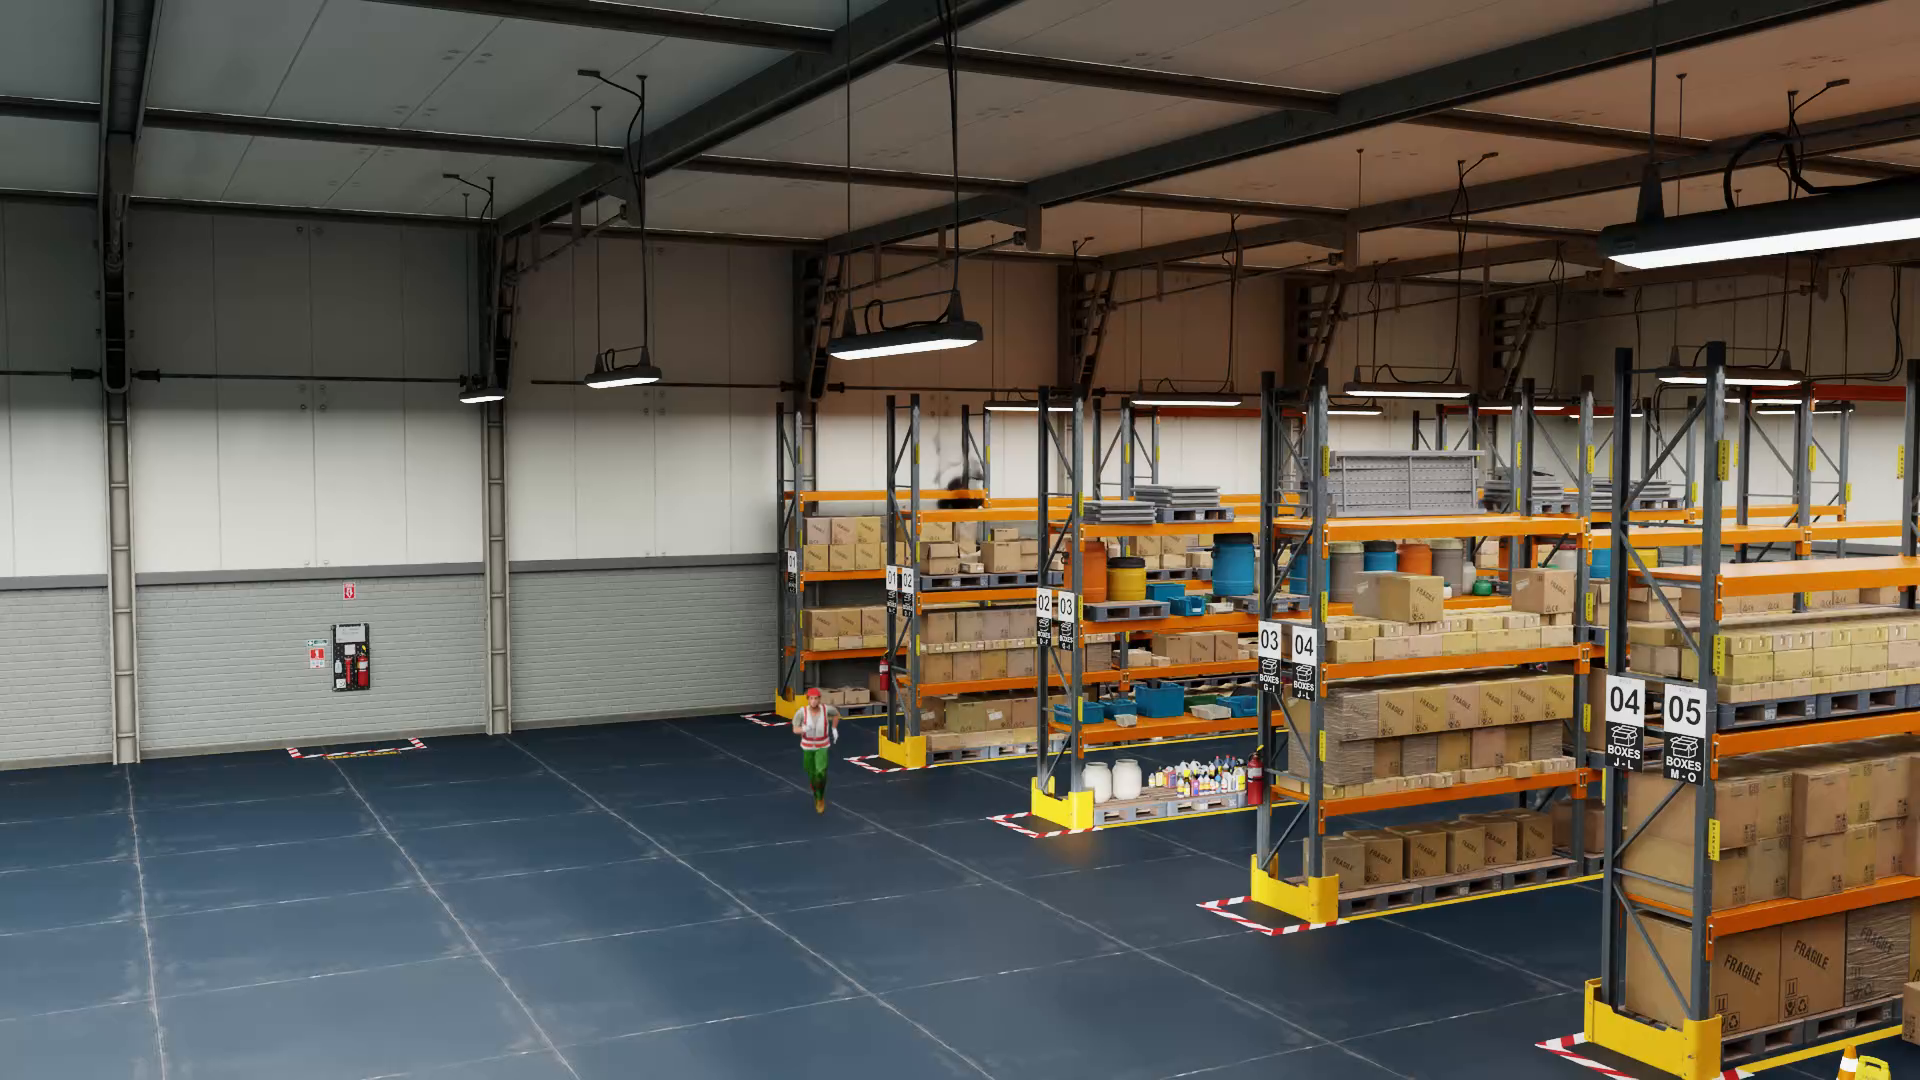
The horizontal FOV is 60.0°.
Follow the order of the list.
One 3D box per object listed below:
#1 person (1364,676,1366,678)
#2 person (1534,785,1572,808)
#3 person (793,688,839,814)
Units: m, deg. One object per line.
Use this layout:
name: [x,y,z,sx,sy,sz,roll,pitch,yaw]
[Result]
person: [6.560,2.747,28.200,0.678,1.664,0.544,-2,4,-34]
person: [8.524,2.972,23.837,0.745,1.758,0.545,-2,4,-36]
person: [-2.030,2.954,23.412,0.620,1.785,0.829,0,3,2]
